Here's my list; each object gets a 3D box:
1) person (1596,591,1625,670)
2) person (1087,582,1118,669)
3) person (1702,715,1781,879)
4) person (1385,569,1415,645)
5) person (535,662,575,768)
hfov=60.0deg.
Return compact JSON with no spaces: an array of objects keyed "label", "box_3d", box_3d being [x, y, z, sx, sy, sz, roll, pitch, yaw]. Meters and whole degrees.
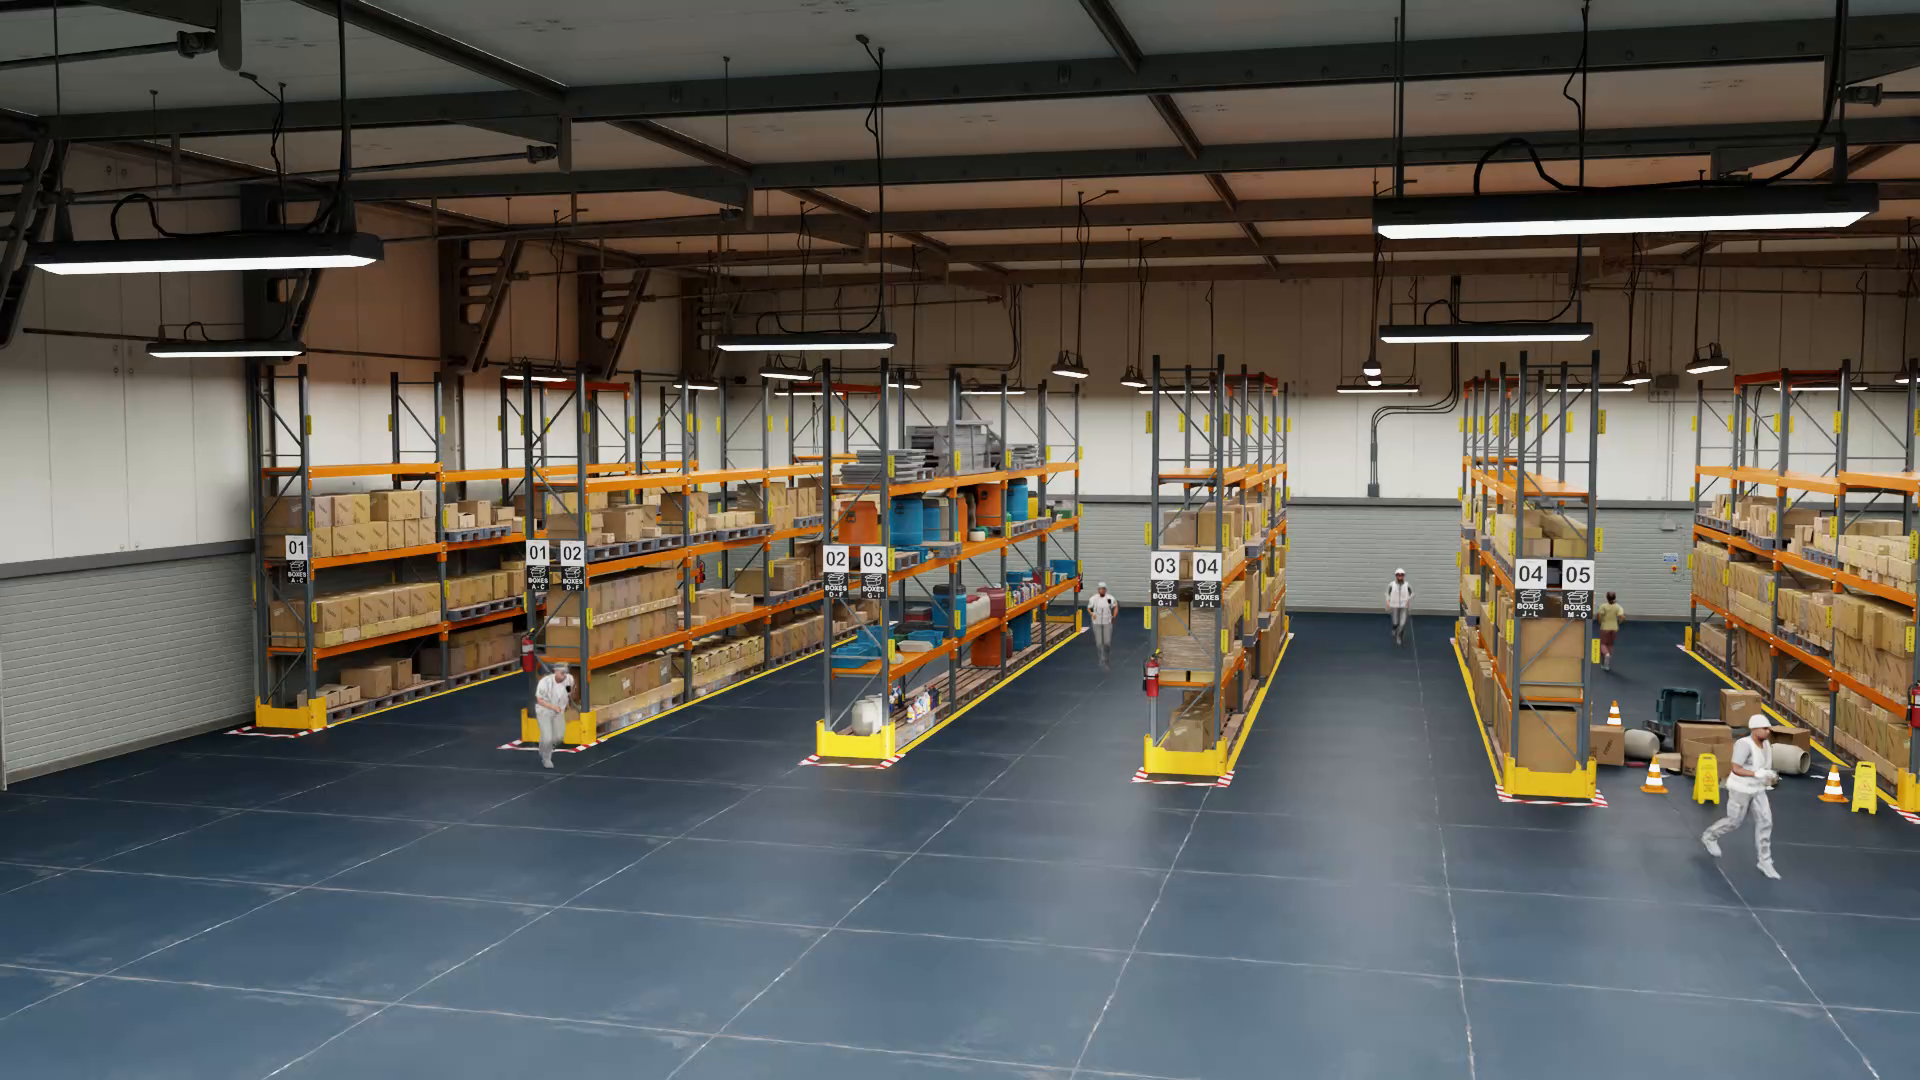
[{"label":"person","box_3d":[13.275,1.846,33.968,0.565,1.624,0.548,0,4,7]},{"label":"person","box_3d":[2.779,1.675,32.521,0.604,1.699,0.580,1,4,9]},{"label":"person","box_3d":[8.823,2.842,18.737,0.712,1.812,0.976,-2,5,-30]},{"label":"person","box_3d":[10.082,1.521,38.145,0.667,1.731,0.581,1,4,13]},{"label":"person","box_3d":[-5.909,2.548,24.331,0.675,1.599,0.834,-3,5,-41]}]
